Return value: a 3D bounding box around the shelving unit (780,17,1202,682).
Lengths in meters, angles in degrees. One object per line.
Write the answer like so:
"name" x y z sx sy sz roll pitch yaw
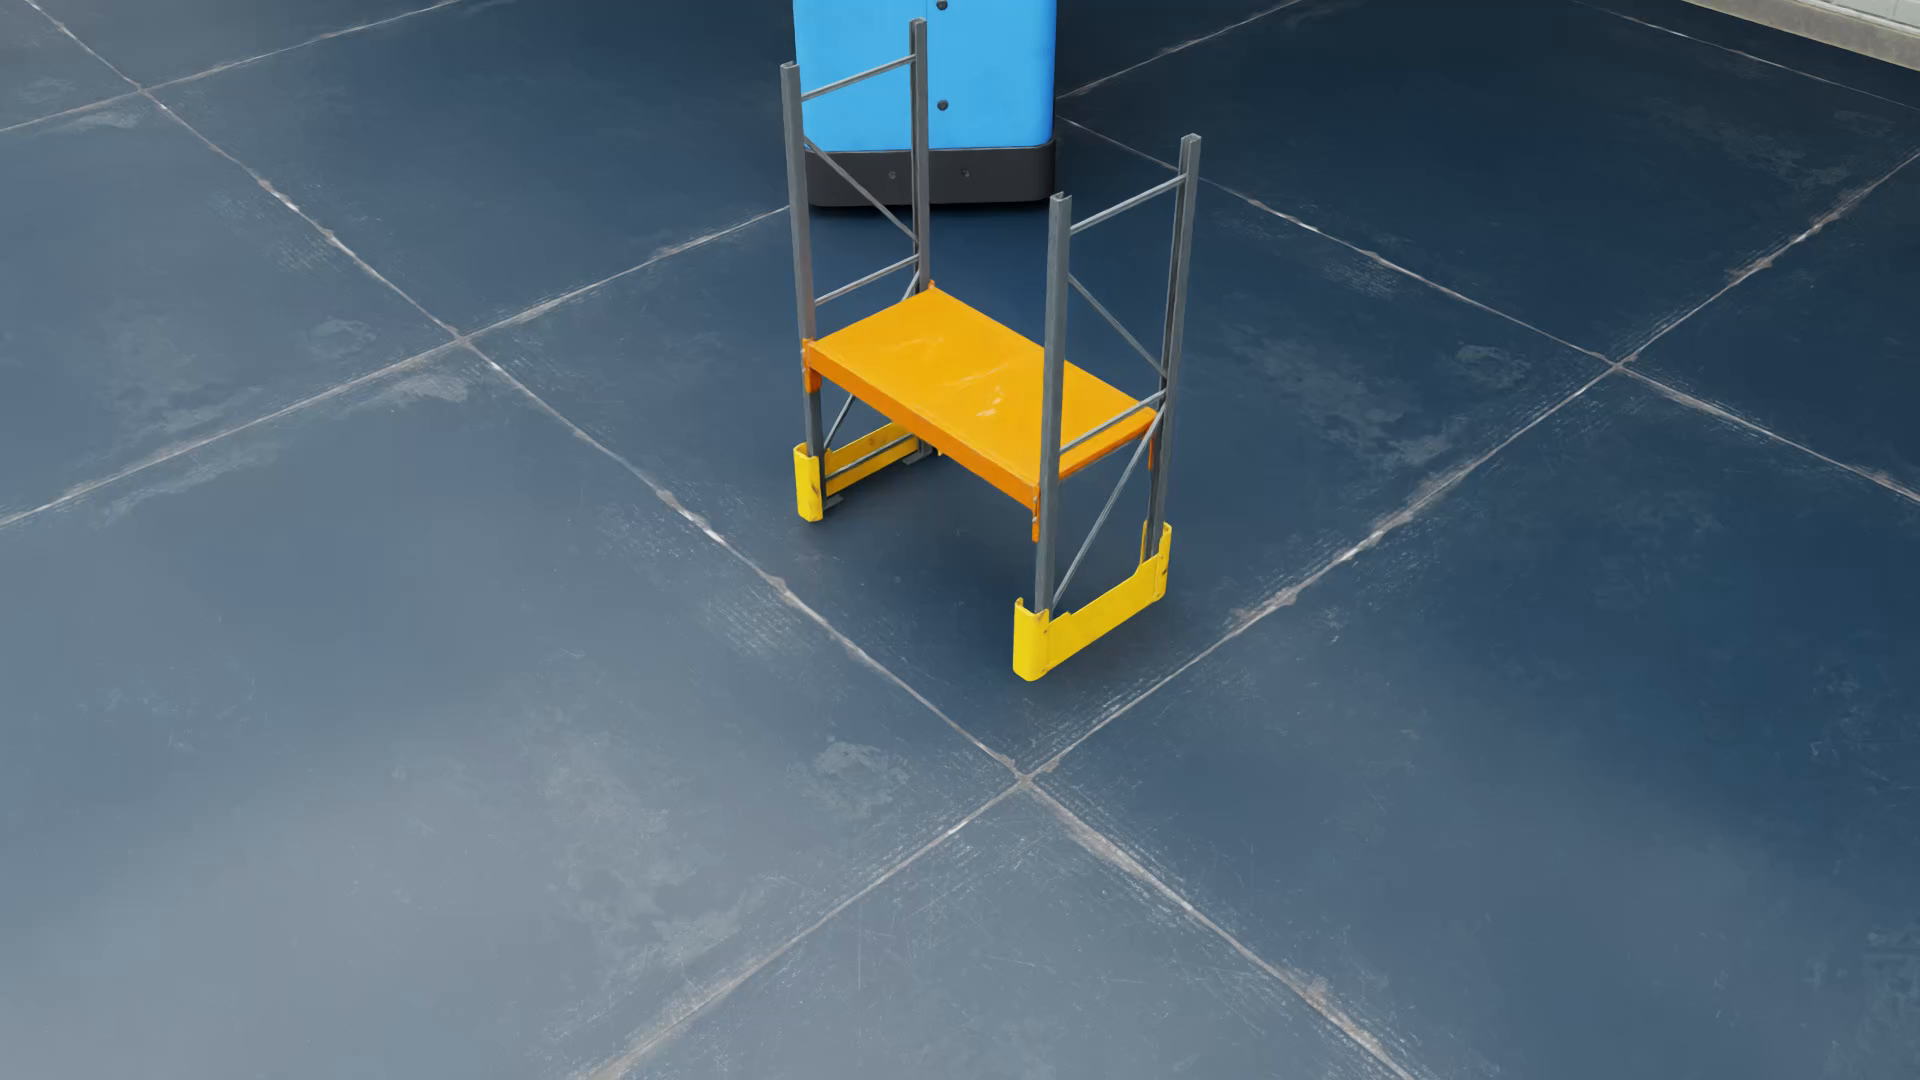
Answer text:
"shelving unit" 0.052 -0.548 4.735 0.587 1.500 1.083 -30 48 -32

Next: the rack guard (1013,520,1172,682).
"rack guard" 0.388 0.169 4.842 0.587 0.250 0.087 -30 48 -32

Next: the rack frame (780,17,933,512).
"rack frame" -0.286 -0.779 5.021 0.500 1.500 0.032 -30 48 -32

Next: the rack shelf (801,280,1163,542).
"rack shelf" 0.058 -0.404 4.843 0.538 0.185 1.000 -30 48 -32

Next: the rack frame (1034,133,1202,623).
"rack frame" 0.402 -0.309 4.439 0.500 1.500 0.032 -30 48 -32

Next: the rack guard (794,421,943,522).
"rack guard" -0.285 -0.292 5.413 0.587 0.250 0.087 -30 48 -32

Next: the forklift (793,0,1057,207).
"forklift" -0.216 -3.417 7.148 1.130 2.935 3.031 -2 39 -3
